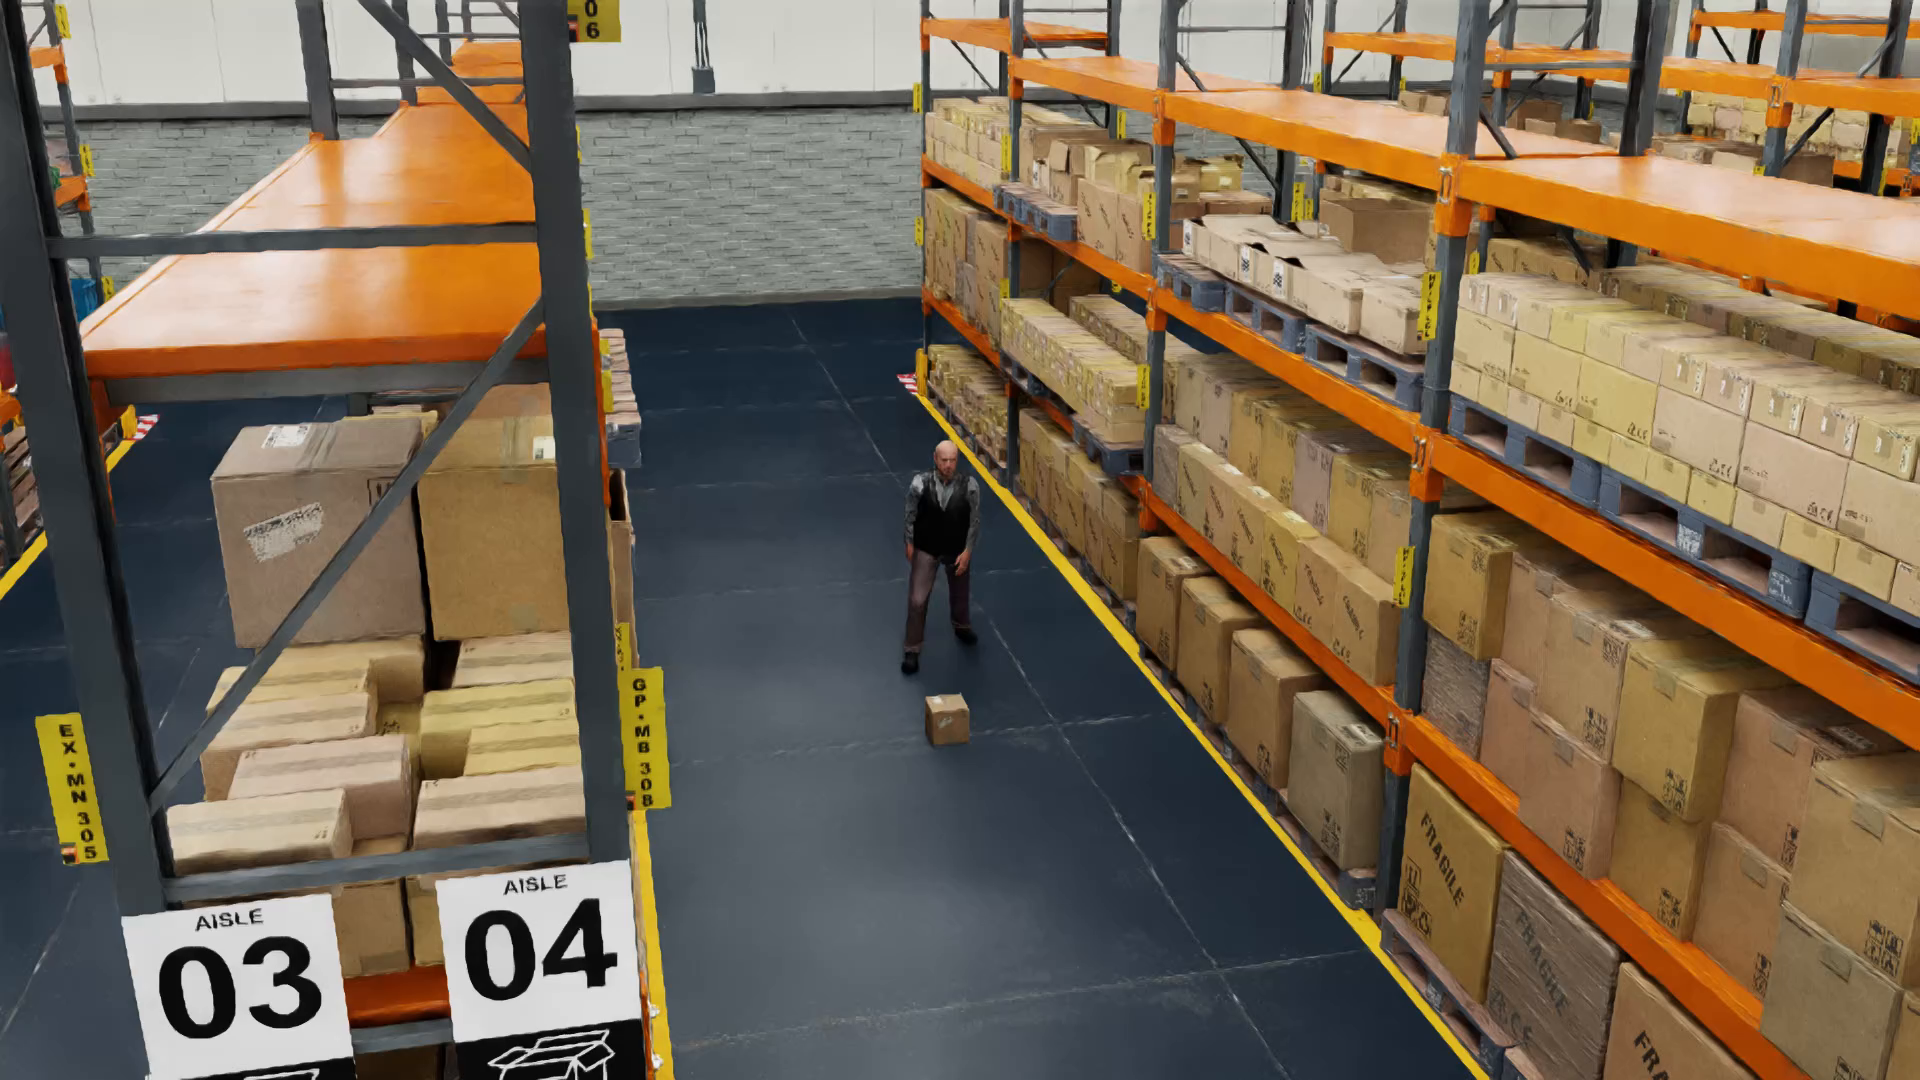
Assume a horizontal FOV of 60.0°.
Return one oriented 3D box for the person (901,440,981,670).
[{"bbox_3d":[-0.149,0.067,12.279,0.599,1.687,0.800,-1,19,-3],"label":"person"}]
